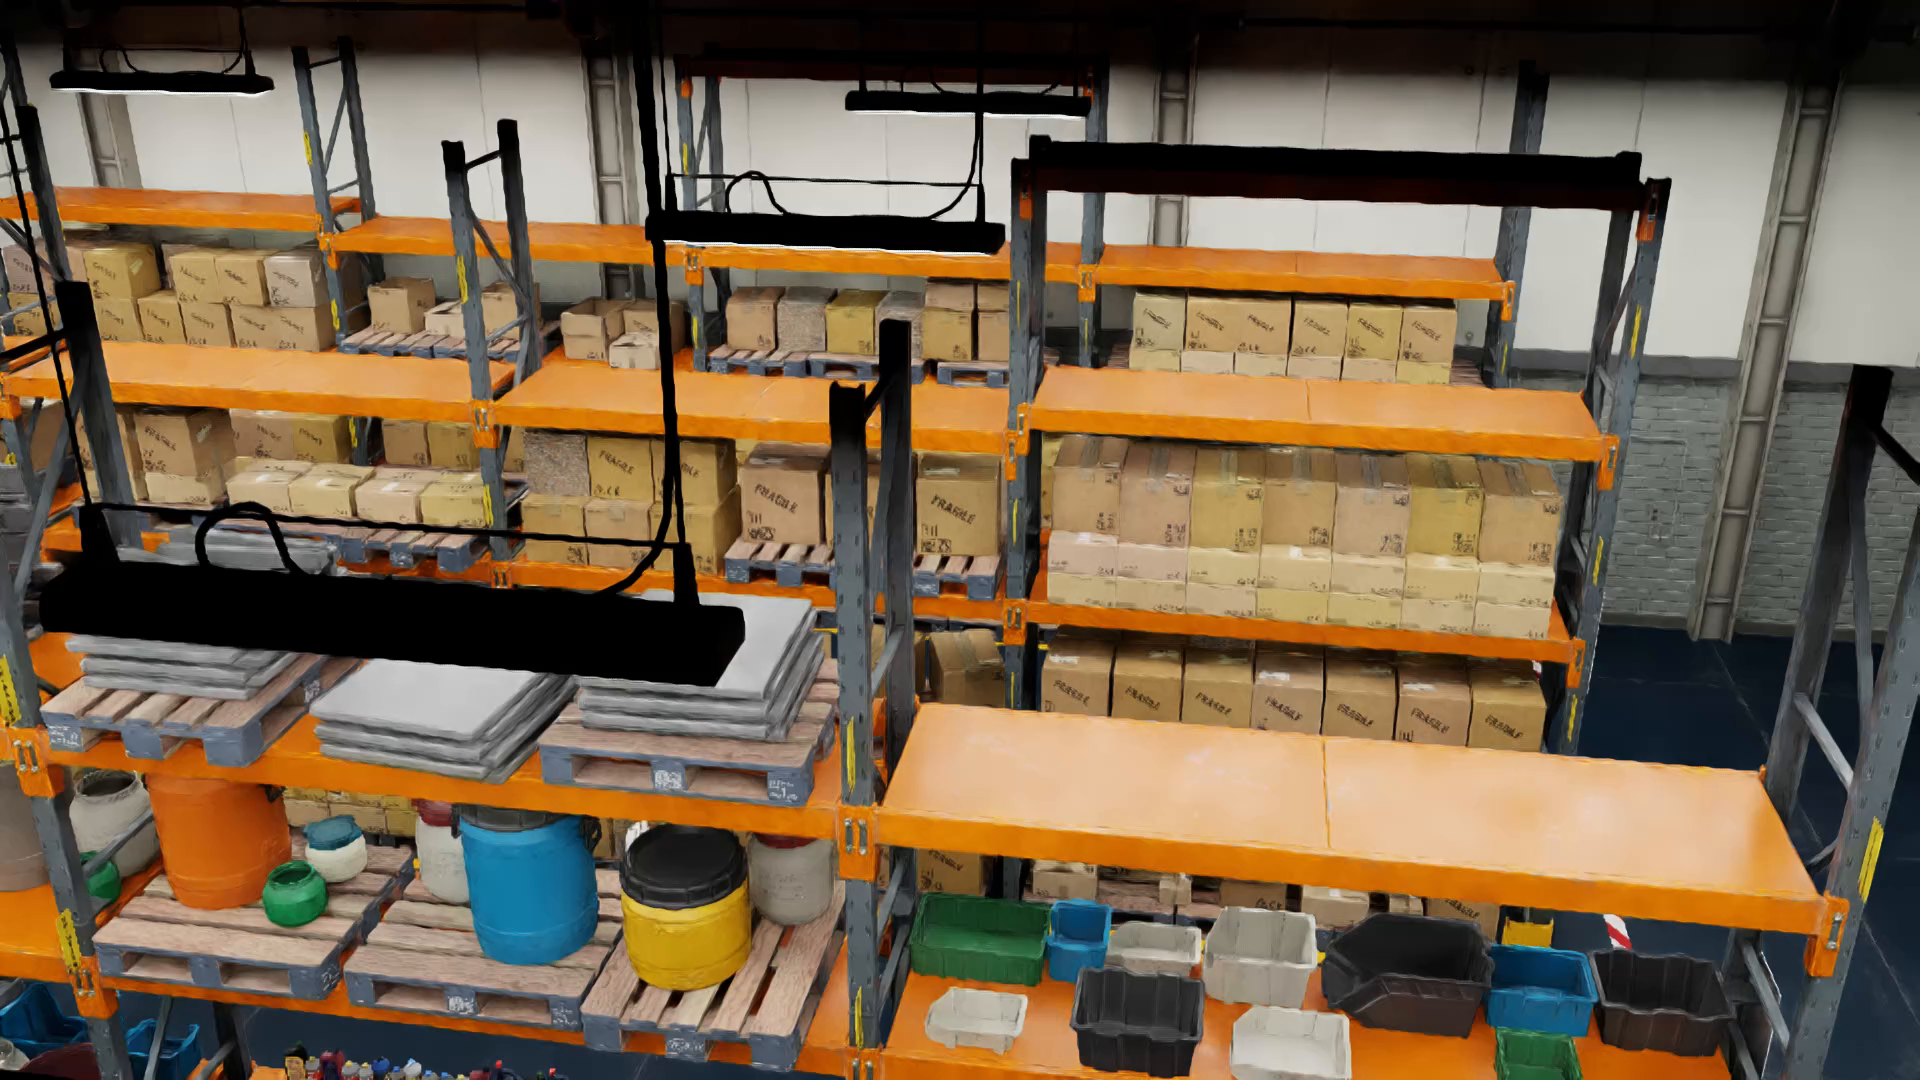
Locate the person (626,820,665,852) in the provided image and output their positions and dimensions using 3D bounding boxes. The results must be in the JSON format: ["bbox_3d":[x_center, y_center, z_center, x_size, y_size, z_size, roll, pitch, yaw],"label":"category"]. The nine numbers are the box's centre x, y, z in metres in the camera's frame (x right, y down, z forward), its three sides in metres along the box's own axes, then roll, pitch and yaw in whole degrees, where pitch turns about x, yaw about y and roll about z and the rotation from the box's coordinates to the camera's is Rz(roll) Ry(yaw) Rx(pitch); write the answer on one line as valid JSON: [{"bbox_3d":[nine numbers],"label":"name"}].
[{"bbox_3d":[-2.146,2.556,12.152,0.582,1.682,0.364,-5,23,-11],"label":"person"}]
